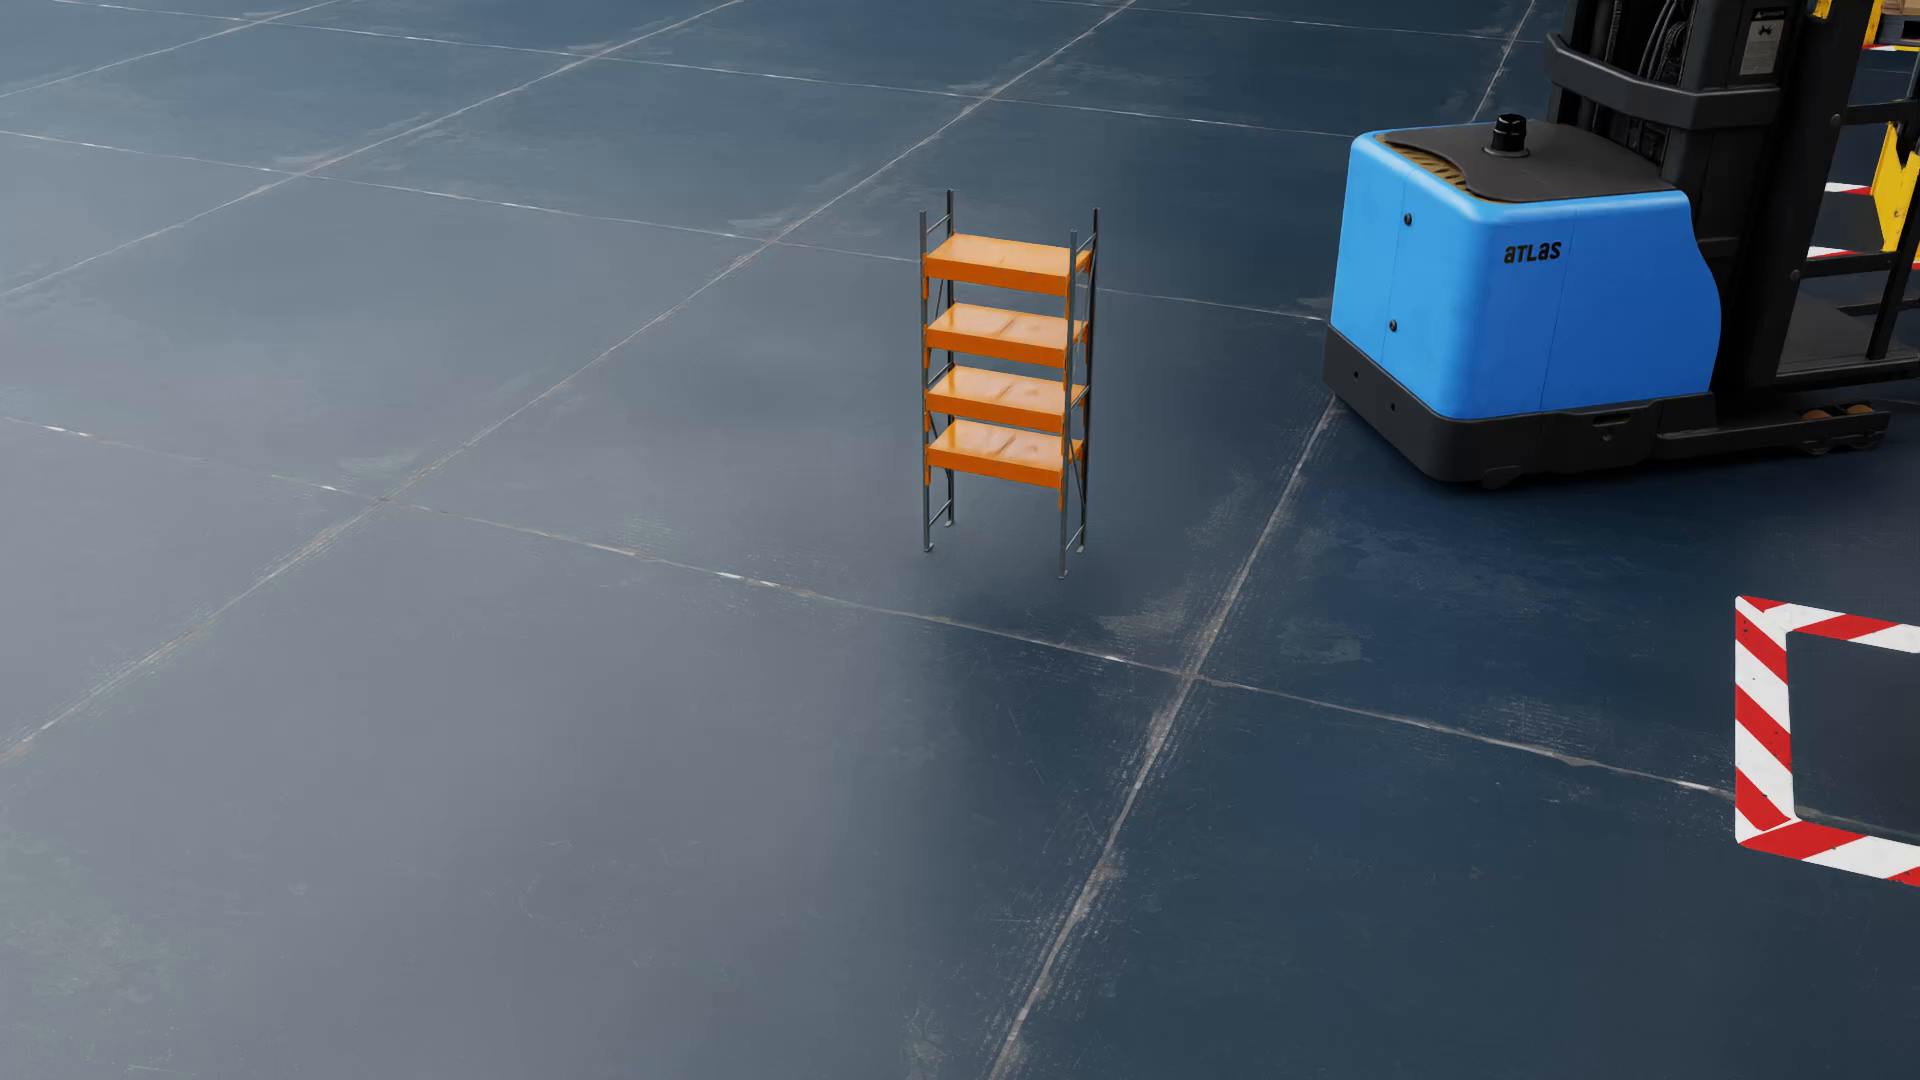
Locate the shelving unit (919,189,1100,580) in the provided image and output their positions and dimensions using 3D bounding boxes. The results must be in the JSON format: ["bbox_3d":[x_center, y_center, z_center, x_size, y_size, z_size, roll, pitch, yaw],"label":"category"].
[{"bbox_3d":[0.153,-0.492,5.401,0.503,1.200,0.258,11,31,19],"label":"shelving unit"}]

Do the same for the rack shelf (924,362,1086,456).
[{"bbox_3d":[0.153,-0.433,5.434,0.480,0.148,0.258,11,31,19],"label":"rack shelf"}]

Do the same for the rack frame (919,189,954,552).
[{"bbox_3d":[-0.073,-0.537,5.480,0.015,1.200,0.240,11,31,19],"label":"rack frame"}]

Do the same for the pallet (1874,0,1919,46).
[{"bbox_3d":[7.461,-3.859,12.363,1.213,0.211,1.003,11,31,19],"label":"pallet"}]

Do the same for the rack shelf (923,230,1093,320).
[{"bbox_3d":[0.153,-0.834,5.207,0.480,0.148,0.258,11,31,19],"label":"rack shelf"}]

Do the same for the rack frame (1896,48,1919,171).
[{"bbox_3d":[4.871,-2.938,7.899,0.127,3.000,1.000,11,31,19],"label":"rack frame"}]

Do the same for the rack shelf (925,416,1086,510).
[{"bbox_3d":[0.153,-0.260,5.531,0.480,0.148,0.258,11,31,19],"label":"rack shelf"}]

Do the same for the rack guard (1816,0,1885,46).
[{"bbox_3d":[6.715,-4.112,12.516,0.348,0.500,1.175,11,31,19],"label":"rack guard"}]

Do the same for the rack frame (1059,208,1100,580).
[{"bbox_3d":[0.380,-0.447,5.321,0.015,1.200,0.240,11,31,19],"label":"rack frame"}]

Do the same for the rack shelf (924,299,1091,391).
[{"bbox_3d":[0.153,-0.628,5.324,0.480,0.148,0.258,11,31,19],"label":"rack shelf"}]

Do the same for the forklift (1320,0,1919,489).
[{"bbox_3d":[3.042,-1.844,6.033,3.031,2.935,1.130,-7,30,-13],"label":"forklift"}]

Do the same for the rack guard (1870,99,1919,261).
[{"bbox_3d":[4.959,-1.857,8.527,0.348,0.500,1.175,11,31,19],"label":"rack guard"}]

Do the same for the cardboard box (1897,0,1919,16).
[{"bbox_3d":[7.150,-3.981,12.112,0.500,0.250,0.500,11,31,19],"label":"cardboard box"}]
